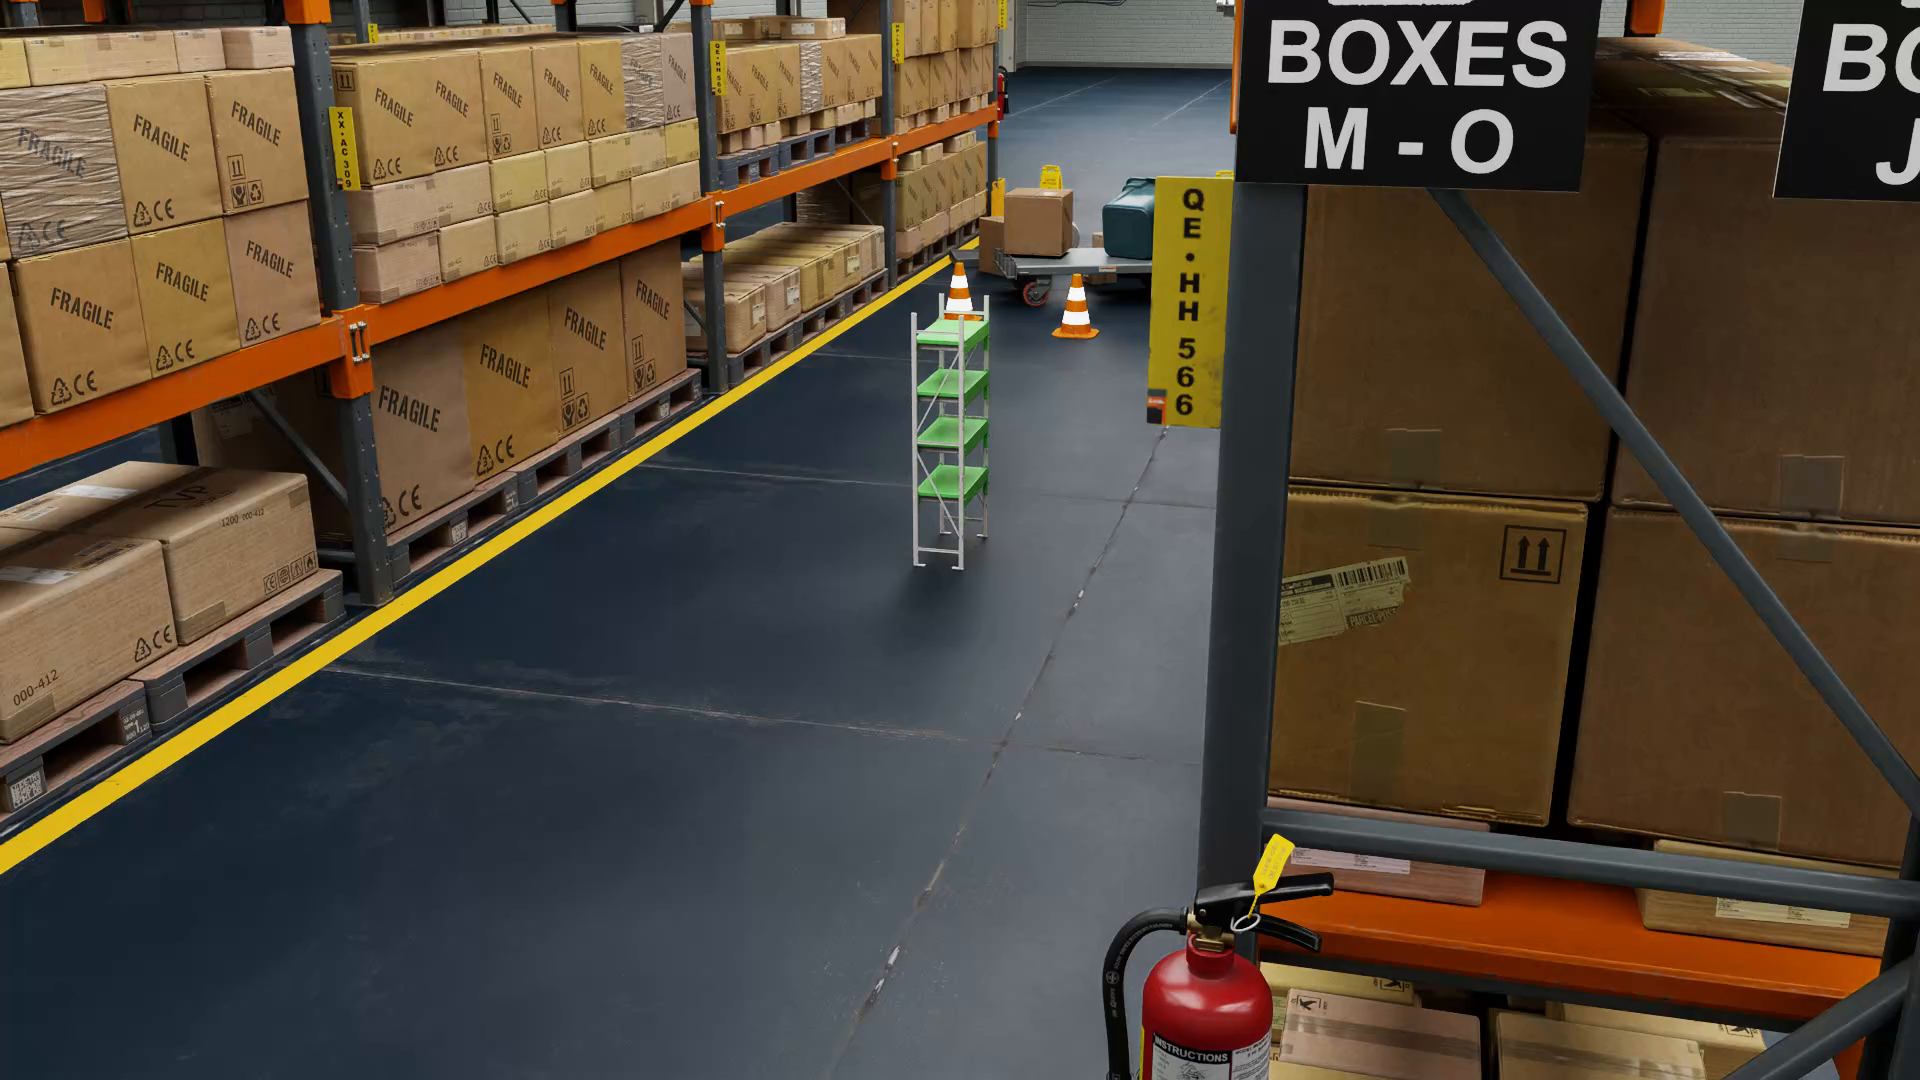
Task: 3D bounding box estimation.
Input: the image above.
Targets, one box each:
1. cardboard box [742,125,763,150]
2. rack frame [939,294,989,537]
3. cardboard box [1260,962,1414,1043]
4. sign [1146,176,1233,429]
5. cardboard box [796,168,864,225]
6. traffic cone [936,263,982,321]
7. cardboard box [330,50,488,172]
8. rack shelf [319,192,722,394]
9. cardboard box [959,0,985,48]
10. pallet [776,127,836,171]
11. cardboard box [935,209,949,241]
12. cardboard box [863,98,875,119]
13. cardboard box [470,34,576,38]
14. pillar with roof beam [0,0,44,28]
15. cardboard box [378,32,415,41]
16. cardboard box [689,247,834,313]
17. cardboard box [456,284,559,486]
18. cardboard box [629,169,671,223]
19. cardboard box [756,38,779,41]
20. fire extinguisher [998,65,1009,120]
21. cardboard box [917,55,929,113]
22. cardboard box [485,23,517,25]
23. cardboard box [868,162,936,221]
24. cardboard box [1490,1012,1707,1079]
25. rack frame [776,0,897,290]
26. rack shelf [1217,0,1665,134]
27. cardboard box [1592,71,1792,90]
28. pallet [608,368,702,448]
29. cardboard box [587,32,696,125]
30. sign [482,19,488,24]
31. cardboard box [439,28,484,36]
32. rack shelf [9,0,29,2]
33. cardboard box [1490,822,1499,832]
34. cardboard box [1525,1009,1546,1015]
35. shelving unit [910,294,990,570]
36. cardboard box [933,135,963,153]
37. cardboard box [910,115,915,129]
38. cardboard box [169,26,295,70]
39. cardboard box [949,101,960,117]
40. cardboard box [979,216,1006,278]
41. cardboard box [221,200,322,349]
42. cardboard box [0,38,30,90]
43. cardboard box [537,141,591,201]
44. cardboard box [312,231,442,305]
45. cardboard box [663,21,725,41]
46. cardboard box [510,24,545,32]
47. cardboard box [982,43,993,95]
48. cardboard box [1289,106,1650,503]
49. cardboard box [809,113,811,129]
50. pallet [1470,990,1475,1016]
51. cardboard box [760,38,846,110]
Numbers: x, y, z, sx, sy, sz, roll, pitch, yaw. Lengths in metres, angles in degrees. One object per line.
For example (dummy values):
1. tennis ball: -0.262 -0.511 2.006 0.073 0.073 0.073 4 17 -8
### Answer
1. cardboard box: -1.566 -2.760 11.366 0.380 0.149 0.250 3 19 10
2. rack frame: 0.019 -0.592 8.066 0.240 1.200 0.015 5 19 13
3. cardboard box: 0.772 0.959 3.578 0.380 0.149 0.250 4 19 12
4. sign: 0.298 -0.306 2.161 0.100 0.325 0.005 5 19 13
5. cardboard box: -1.177 -3.137 15.177 0.500 0.500 0.500 4 19 13
6. traffic cone: -0.007 -1.979 13.265 0.336 0.463 0.334 5 19 13
7. cardboard box: -2.532 -1.968 7.608 0.500 0.500 0.500 5 19 13
8. rack shelf: -2.527 -1.457 8.927 1.077 0.370 4.000 5 19 13
9. cardboard box: -0.153 -5.090 16.287 0.700 0.500 0.500 4 19 13
10. pallet: -1.595 -2.958 12.503 1.003 0.211 1.213 5 19 13
11. cardboard box: -0.409 -3.074 16.152 0.500 0.250 0.500 4 19 13
12. cardboard box: -0.919 -3.575 13.753 0.380 0.149 0.250 5 19 14
13. cardboard box: -2.508 -2.654 9.615 0.500 0.500 0.500 5 19 14
14. pillar with roof beam: -3.234 -5.794 11.230 9.100 9.000 0.400 5 19 13
15. cardboard box: -5.480 -4.811 16.012 0.380 0.149 0.250 4 19 12
16. cardboard box: -1.528 -2.025 12.892 0.950 0.372 0.625 5 20 15
17. cardboard box: -2.729 -0.849 8.669 0.875 0.875 0.875 5 20 15
18. cardboard box: -2.020 -2.013 9.673 0.500 0.250 0.500 5 19 14
19. cardboard box: -1.710 -3.630 12.910 0.500 0.500 0.500 5 19 13
20. fire extinguisher: 0.391 -4.895 17.998 0.296 0.674 0.183 5 19 13
21. cardboard box: -0.583 -4.142 15.057 0.500 0.500 0.500 5 19 13
22. cardboard box: -5.187 -5.730 18.703 0.380 0.149 0.250 4 19 12
23. cardboard box: -0.536 -3.263 15.545 0.500 0.500 0.500 5 20 16
24. cardboard box: 1.240 1.078 3.233 0.380 0.149 0.250 5 19 14
25. rack frame: -1.061 -3.678 14.316 1.000 3.000 0.127 5 19 13
26. rack shelf: 1.320 -1.264 3.720 1.077 0.370 4.000 5 19 13
27. cardboard box: 1.464 -0.659 3.314 0.500 0.500 0.500 4 19 12
28. pallet: -2.304 -0.864 10.390 1.003 0.211 1.213 5 19 13
29. cardboard box: -1.911 -2.762 9.933 0.500 0.500 0.500 4 19 12
30. sign: -5.435 -5.816 19.112 0.100 0.325 0.005 5 19 13
31. cardboard box: -5.150 -5.208 17.176 0.380 0.149 0.250 5 19 14
32. rack shelf: -7.341 -3.268 9.586 1.077 0.370 4.000 5 19 13
33. cardboard box: 0.734 0.361 2.878 0.380 0.149 0.250 5 19 13
34. cardboard box: 1.472 1.071 3.713 0.380 0.149 0.250 5 20 15
35. shelving unit: -0.040 -0.516 7.842 0.258 1.200 0.503 5 19 13
36. cardboard box: -0.182 -3.938 16.518 0.380 0.149 0.250 6 20 16
37. cardboard box: -0.627 -3.802 15.067 0.380 0.149 0.250 5 19 13
38. cardboard box: -2.783 -1.877 6.336 0.380 0.149 0.250 4 19 12
39. cardboard box: -0.213 -4.273 16.445 0.380 0.149 0.250 4 19 13
40. cardboard box: 0.520 -2.725 15.389 0.500 0.500 0.500 -13 23 -34
41. cardboard box: -2.881 -1.053 6.474 0.500 0.500 0.500 5 19 14
42. cardboard box: -3.156 -1.481 5.178 0.380 0.149 0.250 4 19 12
43. cardboard box: -2.264 -1.933 8.664 0.500 0.250 0.500 4 19 12
44. cardboard box: -2.652 -1.217 7.342 0.500 0.250 0.500 4 19 12
45. cardboard box: -1.913 -3.654 11.975 0.380 0.149 0.250 4 19 11
46. cardboard box: -4.812 -5.609 18.351 0.380 0.149 0.250 5 19 13
47. cardboard box: 0.051 -4.928 17.361 0.500 0.500 0.500 4 19 12
48. cardboard box: 0.702 -0.382 2.504 0.500 0.500 0.500 4 19 12
49. cardboard box: -1.347 -3.182 12.602 0.380 0.149 0.250 4 19 11
50. pallet: 1.383 1.105 4.627 1.003 0.211 1.213 5 19 13
51. cardboard box: -1.204 -3.586 12.780 0.500 0.500 0.500 5 20 15
